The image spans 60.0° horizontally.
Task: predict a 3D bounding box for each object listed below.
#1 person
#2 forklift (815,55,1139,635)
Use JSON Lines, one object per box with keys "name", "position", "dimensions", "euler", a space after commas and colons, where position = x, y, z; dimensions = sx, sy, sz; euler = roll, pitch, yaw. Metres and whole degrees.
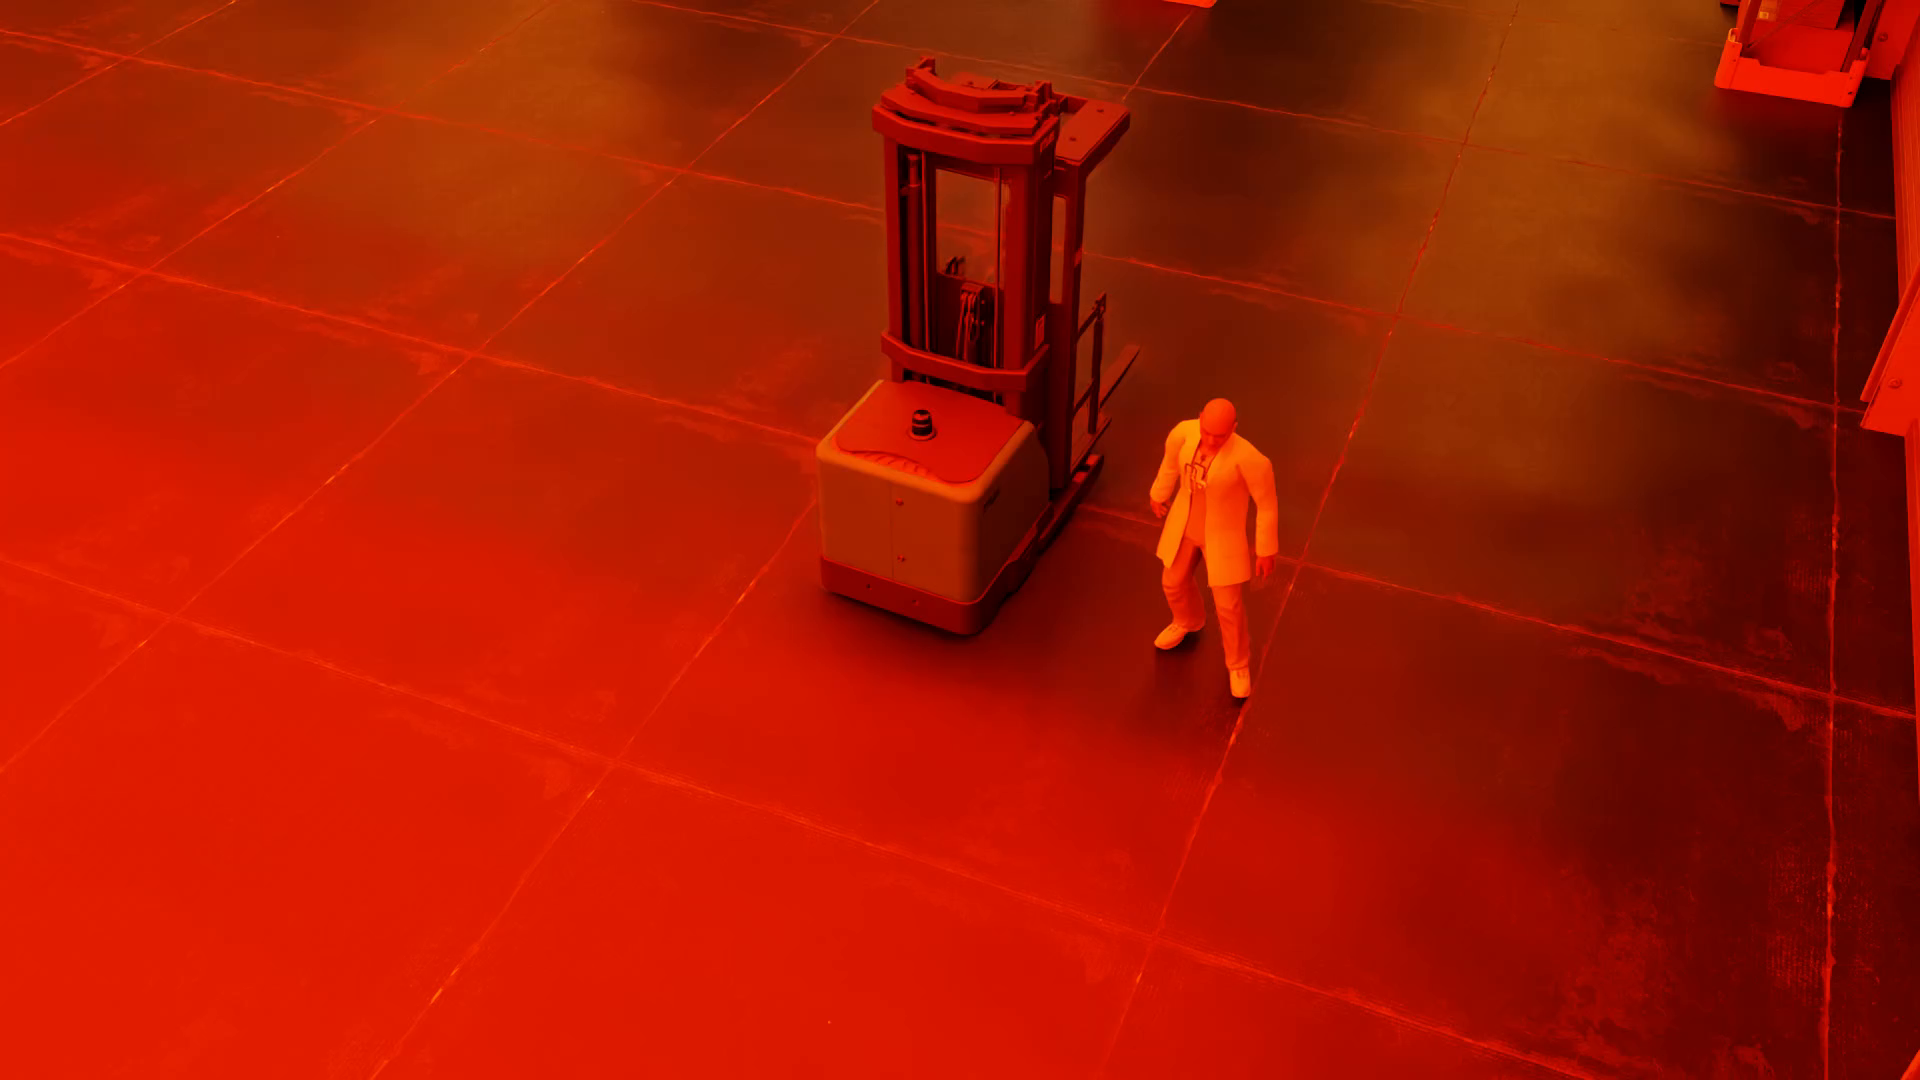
{"name": "person", "position": [1.352, -0.050, 8.934], "dimensions": [0.885, 1.746, 0.425], "euler": [28, 47, 29]}
{"name": "forklift", "position": [0.278, -1.521, 9.824], "dimensions": [1.130, 2.935, 3.031], "euler": [17, 43, 20]}
